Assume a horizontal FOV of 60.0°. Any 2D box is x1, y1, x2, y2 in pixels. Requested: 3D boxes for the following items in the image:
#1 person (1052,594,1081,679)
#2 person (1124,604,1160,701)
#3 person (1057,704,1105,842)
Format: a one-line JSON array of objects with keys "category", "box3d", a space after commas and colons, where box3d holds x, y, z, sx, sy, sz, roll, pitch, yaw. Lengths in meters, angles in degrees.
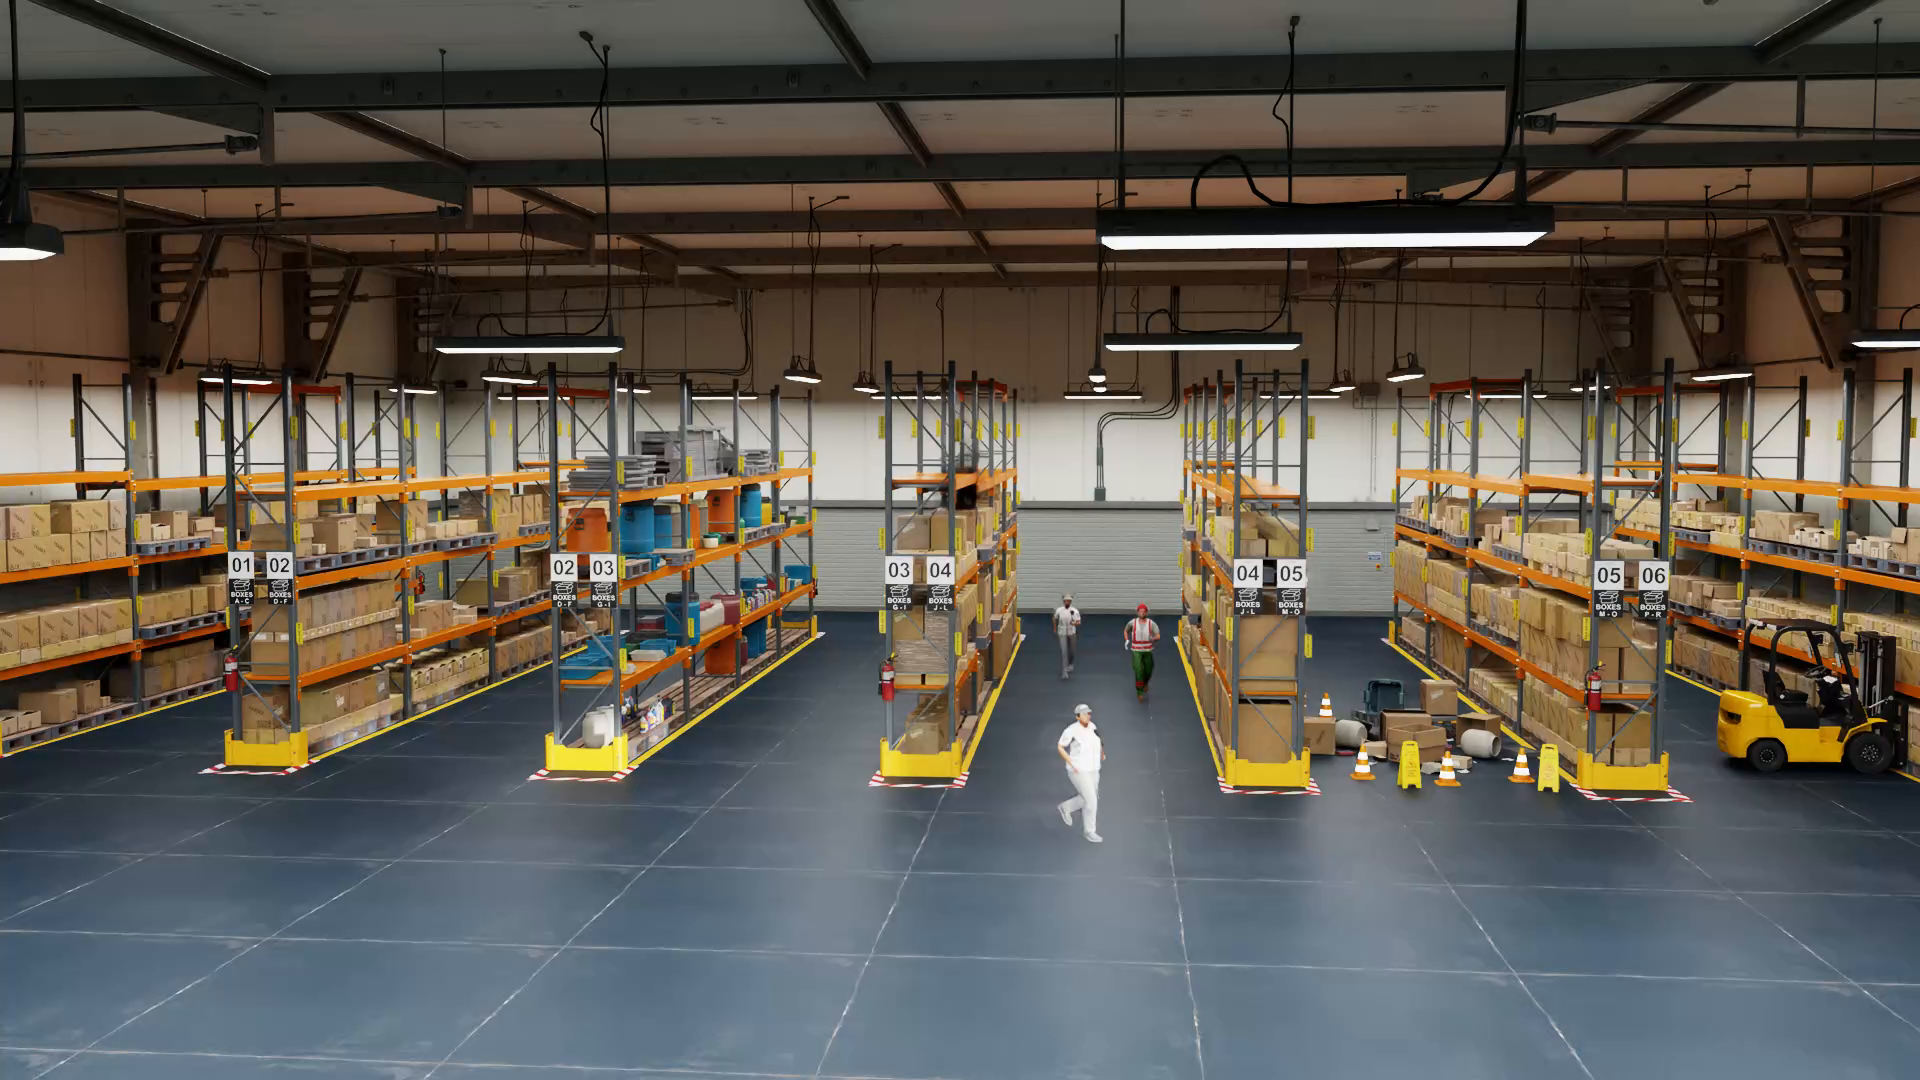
[{"category": "person", "box3d": [2.171, 1.921, 33.761, 0.581, 1.677, 0.935, 0, 4, 1]}, {"category": "person", "box3d": [3.382, 2.071, 30.935, 0.656, 1.768, 0.963, 0, 4, 2]}, {"category": "person", "box3d": [1.495, 2.843, 20.508, 0.601, 1.668, 0.766, -3, 5, -42]}]
